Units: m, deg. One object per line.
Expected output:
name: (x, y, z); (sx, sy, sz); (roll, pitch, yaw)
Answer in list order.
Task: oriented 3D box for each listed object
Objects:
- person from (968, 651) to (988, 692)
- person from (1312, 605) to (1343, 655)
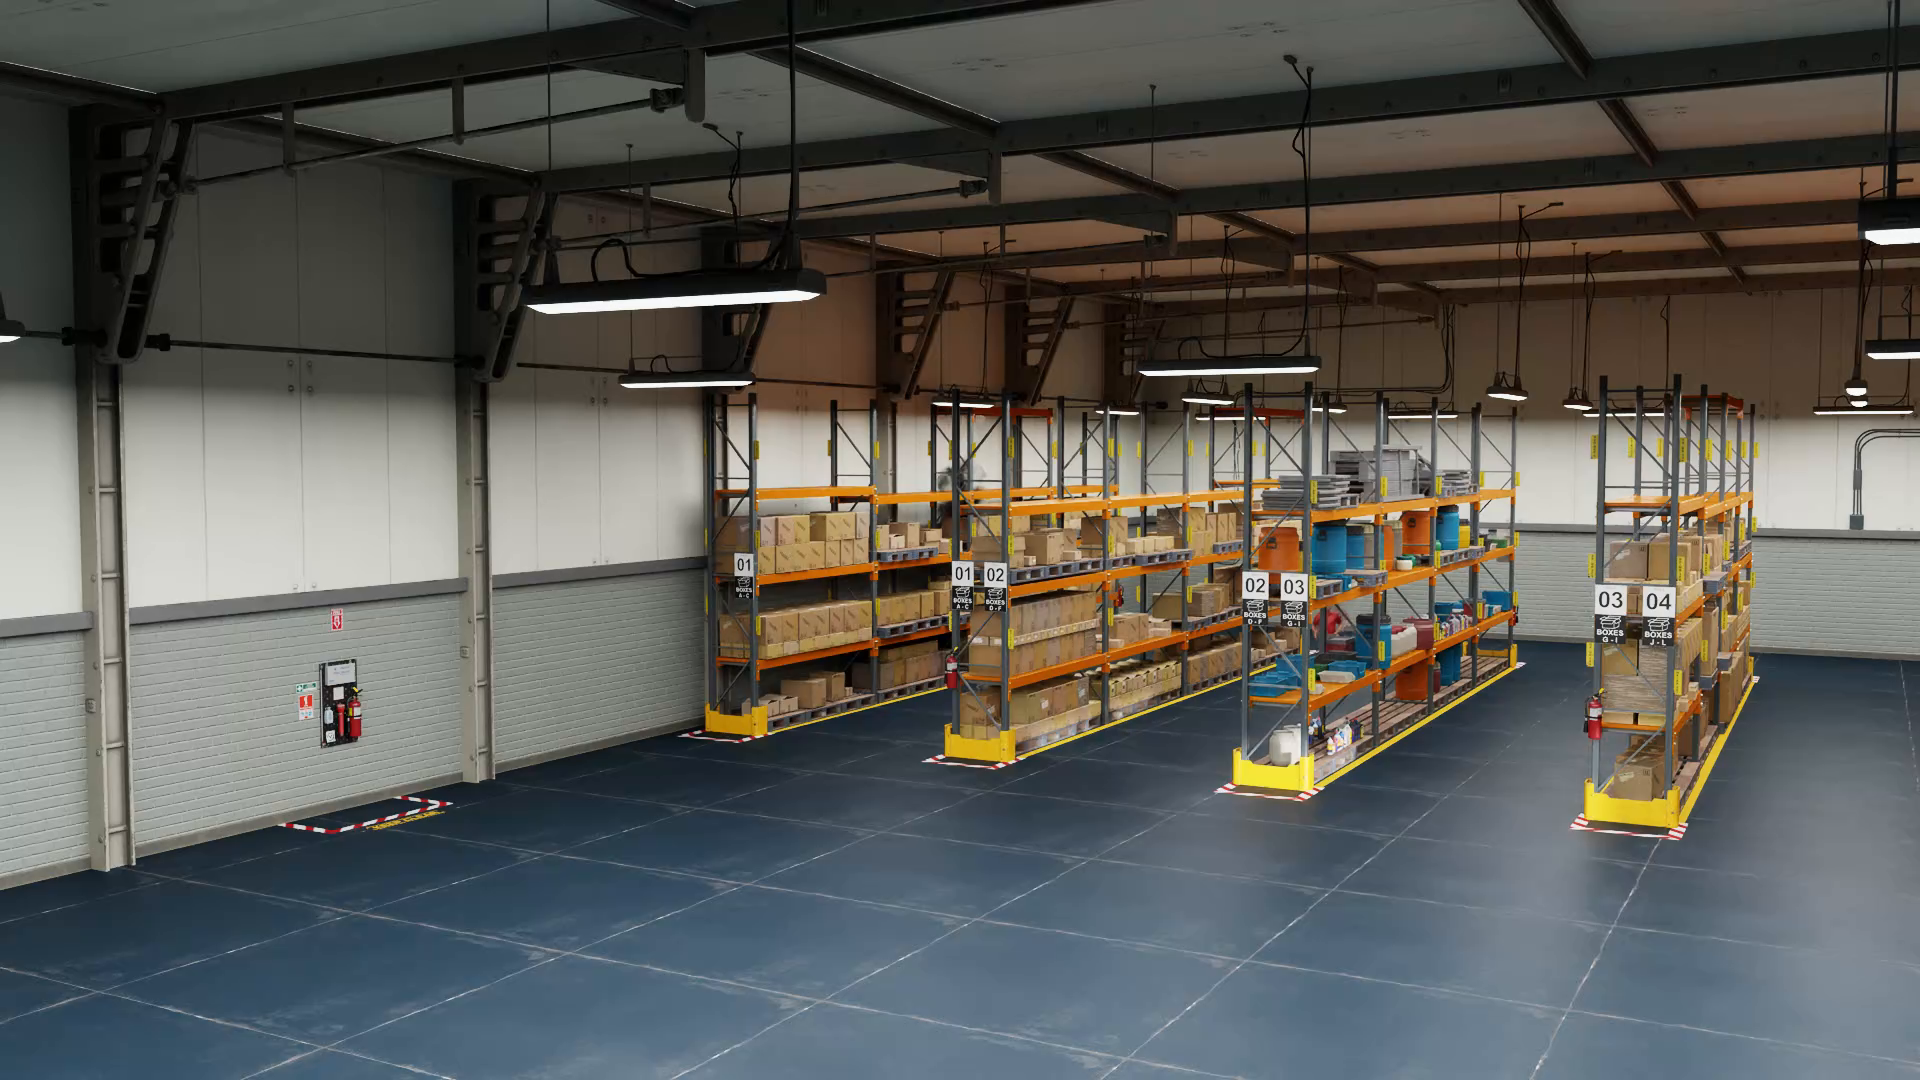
person: (0.425, 2.424, 31.531); (0.641, 1.772, 0.651); (1, 3, 24)
person: (8.079, 2.195, 36.588); (0.663, 1.704, 0.733); (1, 3, 14)
